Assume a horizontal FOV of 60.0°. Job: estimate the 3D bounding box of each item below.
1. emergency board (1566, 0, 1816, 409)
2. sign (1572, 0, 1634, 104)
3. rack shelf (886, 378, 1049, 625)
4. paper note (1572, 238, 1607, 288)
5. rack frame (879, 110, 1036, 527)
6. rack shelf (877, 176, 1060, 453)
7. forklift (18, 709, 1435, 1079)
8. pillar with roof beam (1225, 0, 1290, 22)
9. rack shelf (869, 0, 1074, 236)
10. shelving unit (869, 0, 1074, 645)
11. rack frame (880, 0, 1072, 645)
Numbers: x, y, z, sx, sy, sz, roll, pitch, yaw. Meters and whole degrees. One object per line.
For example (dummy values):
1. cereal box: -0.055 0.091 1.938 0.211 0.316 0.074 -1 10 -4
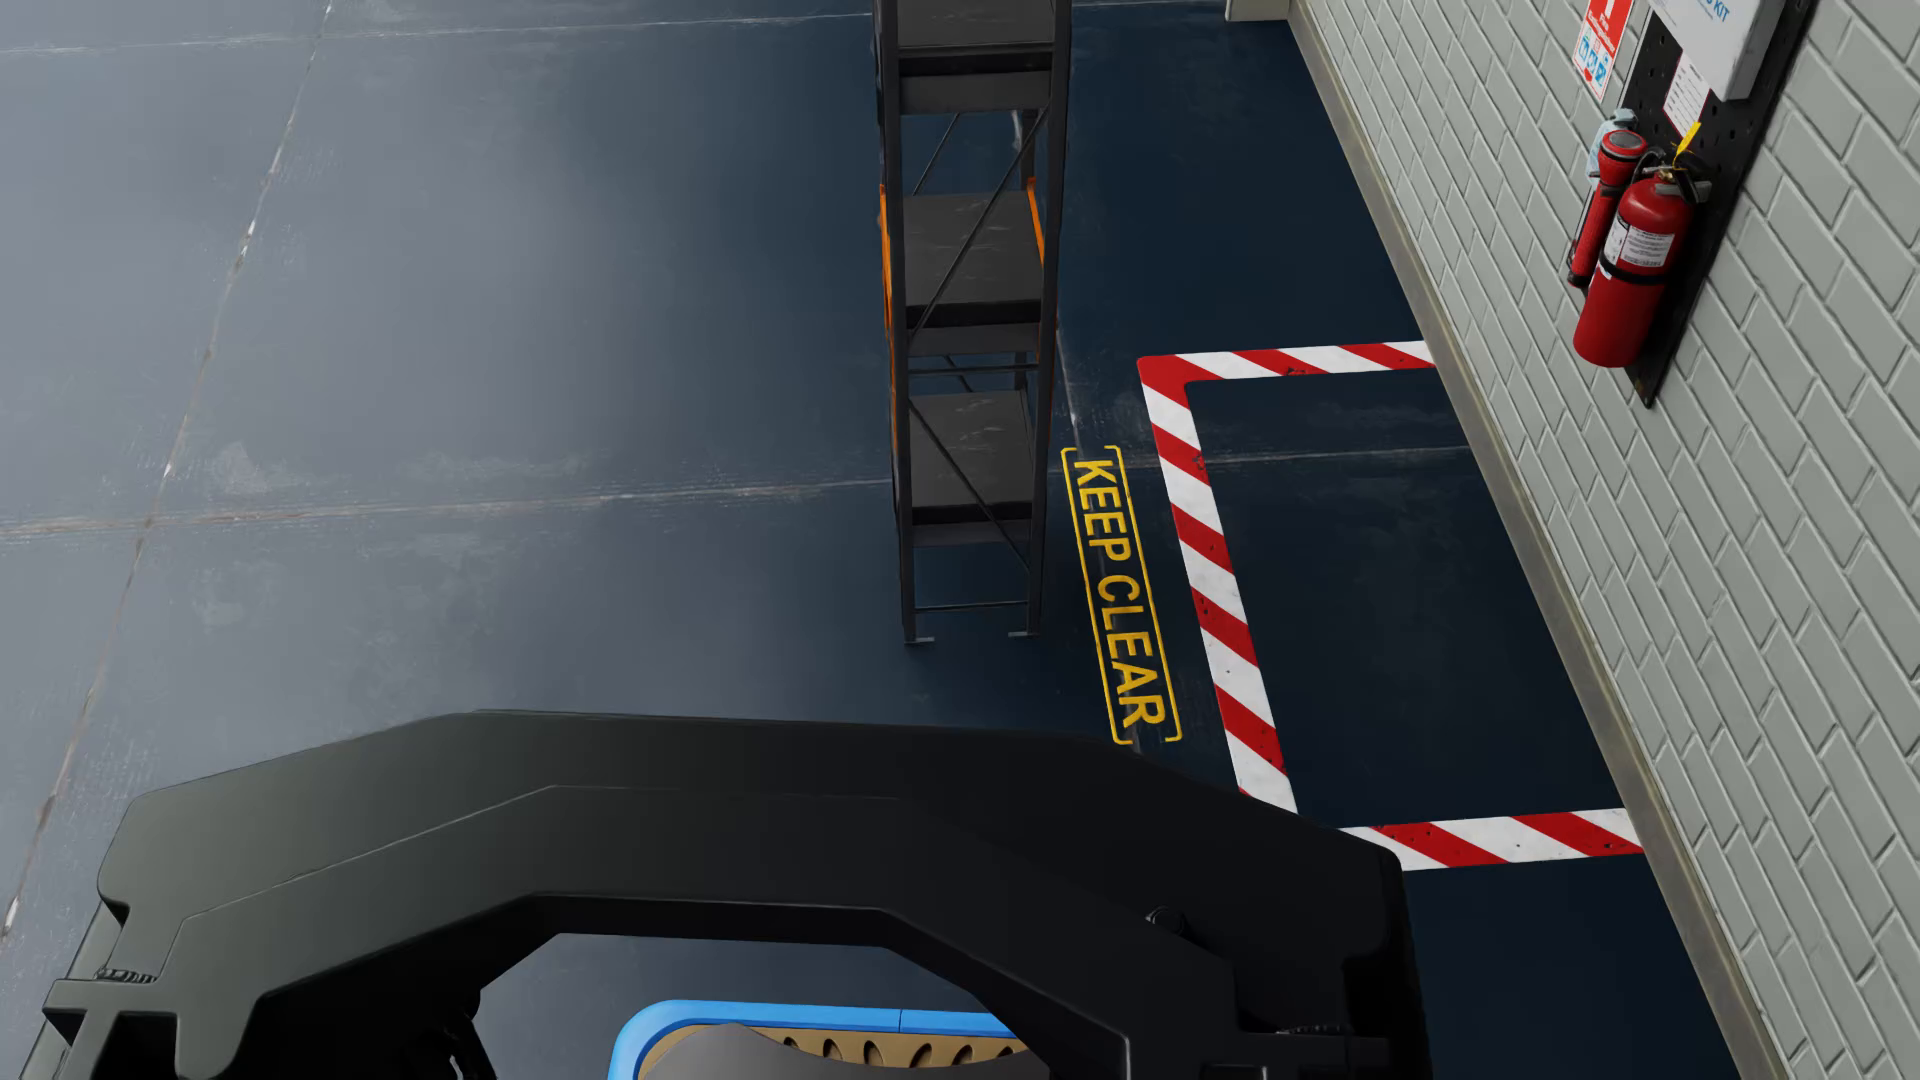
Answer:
1. emergency board: 1.667 -0.956 4.089 0.194 1.169 0.643 -3 47 -3
2. sign: 1.724 -1.374 4.461 0.001 0.329 0.234 -3 47 -3
3. rack shelf: 0.014 -0.112 4.892 0.431 0.518 0.480 -3 47 -3
4. paper note: 1.721 -0.785 4.534 0.016 0.148 0.142 -3 47 -3
5. rack frame: -0.007 -0.779 4.541 0.400 2.100 0.015 -3 47 -3
6. rack shelf: 0.014 -0.593 4.384 0.431 0.518 0.480 -3 47 -3
7. forklift: -0.179 1.646 1.673 1.130 2.935 3.031 2 47 2
8. pillar with roof beam: -2.956 -5.308 4.079 9.100 9.000 0.400 -3 47 -3
9. rack shelf: 0.014 -1.074 3.876 0.431 0.518 0.480 -3 47 -3
10. shelving unit: 0.014 -0.602 4.374 0.431 2.100 0.503 -3 47 -3
11. rack frame: 0.034 -0.426 4.207 0.400 2.100 0.015 -3 47 -3
